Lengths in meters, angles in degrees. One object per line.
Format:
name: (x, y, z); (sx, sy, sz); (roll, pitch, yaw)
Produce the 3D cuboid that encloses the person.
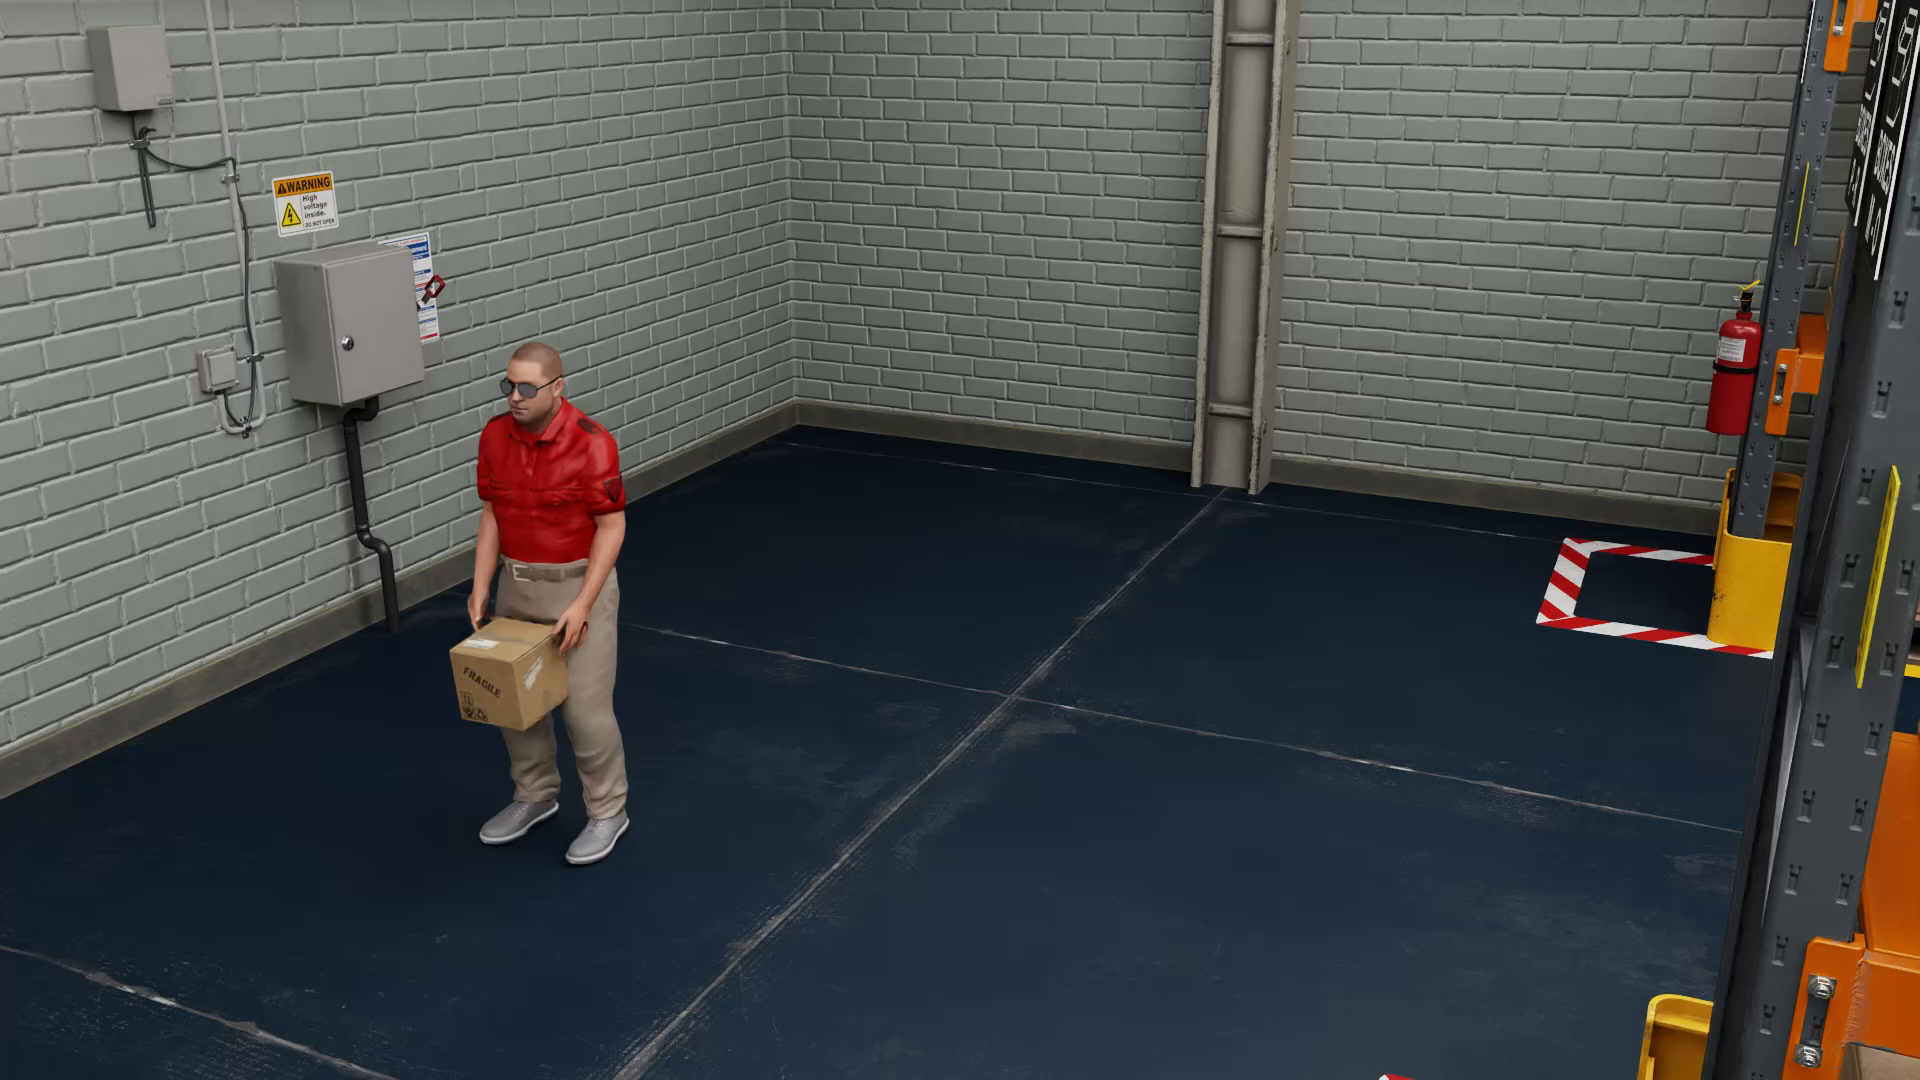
person: (-1.352, 0.200, 5.491); (0.547, 1.733, 0.405); (8, 20, 22)
